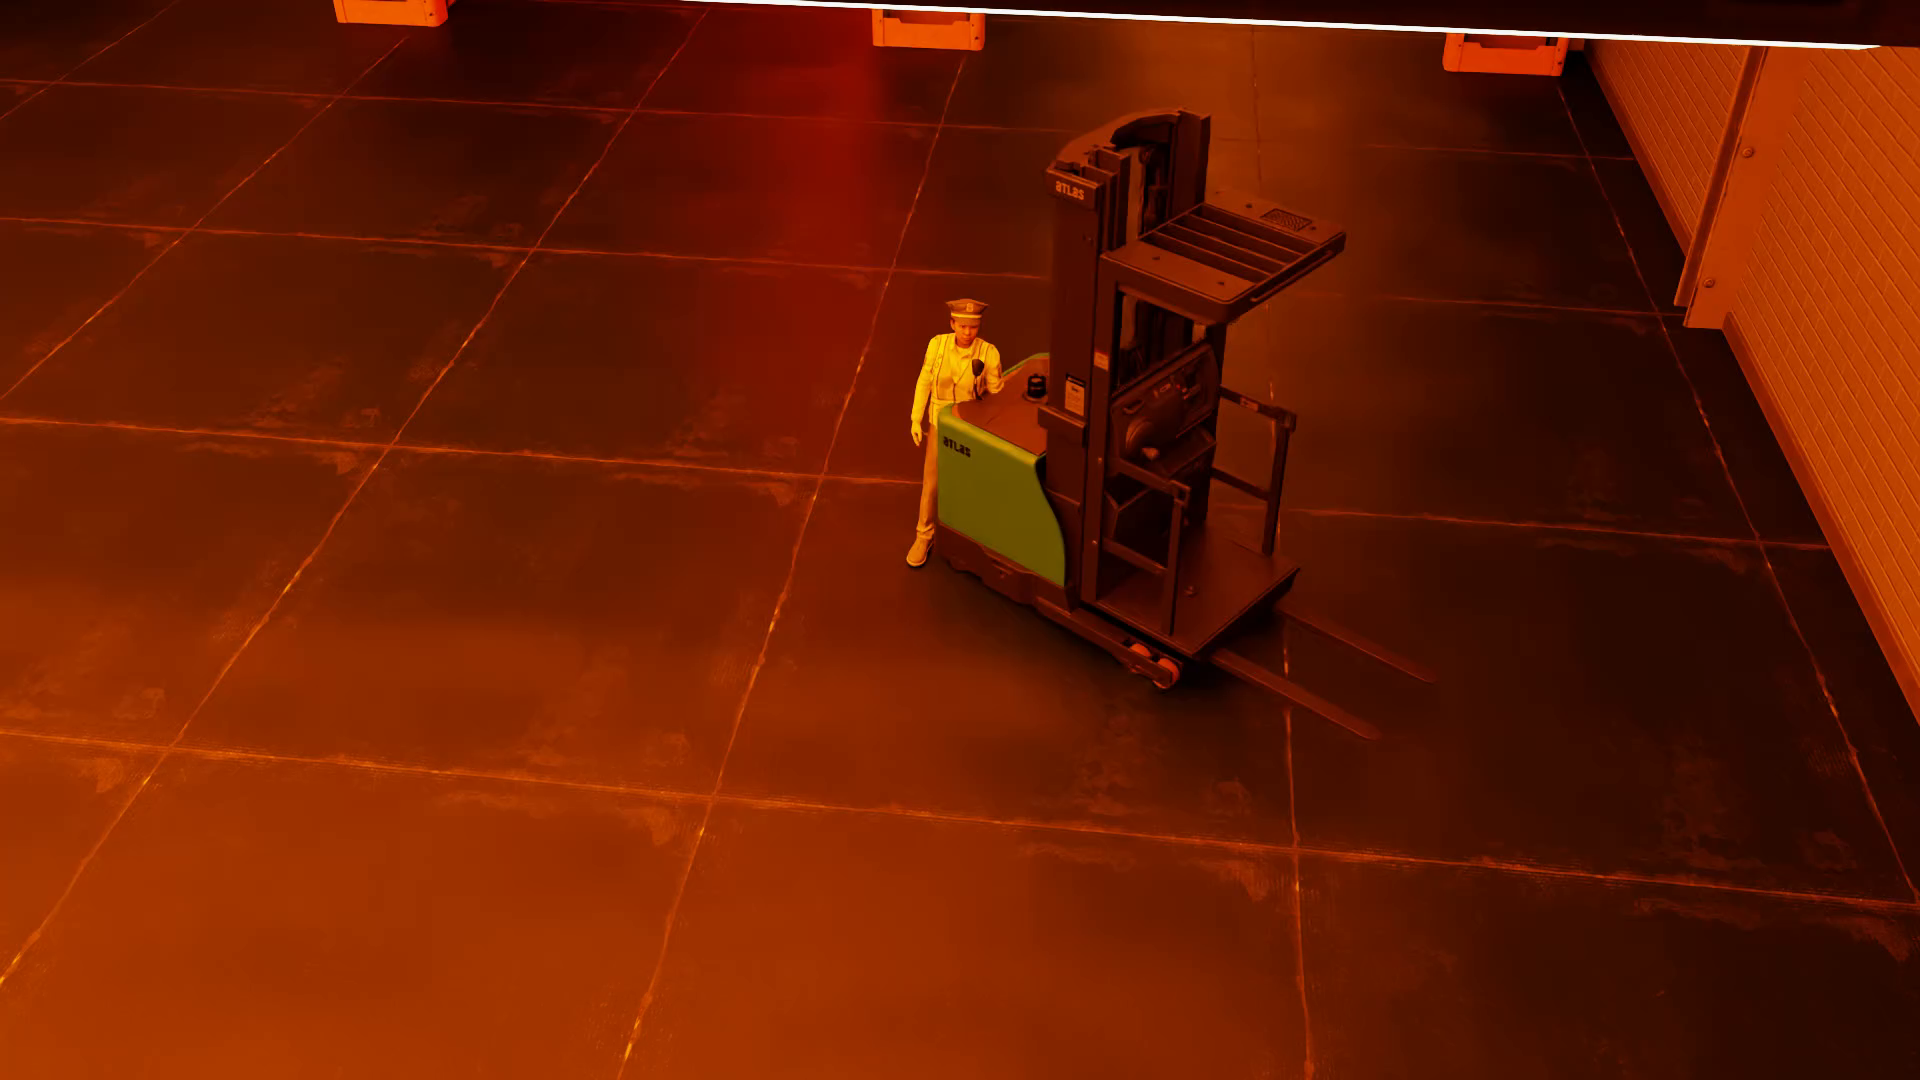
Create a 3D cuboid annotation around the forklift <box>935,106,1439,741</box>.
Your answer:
[{"bbox_3d":[1.278,-0.698,8.976,3.031,2.935,1.130,28,45,33],"label":"forklift"}]

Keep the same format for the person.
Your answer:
[{"bbox_3d":[-0.016,-0.648,9.939,0.586,1.694,0.530,4,37,6],"label":"person"}]
